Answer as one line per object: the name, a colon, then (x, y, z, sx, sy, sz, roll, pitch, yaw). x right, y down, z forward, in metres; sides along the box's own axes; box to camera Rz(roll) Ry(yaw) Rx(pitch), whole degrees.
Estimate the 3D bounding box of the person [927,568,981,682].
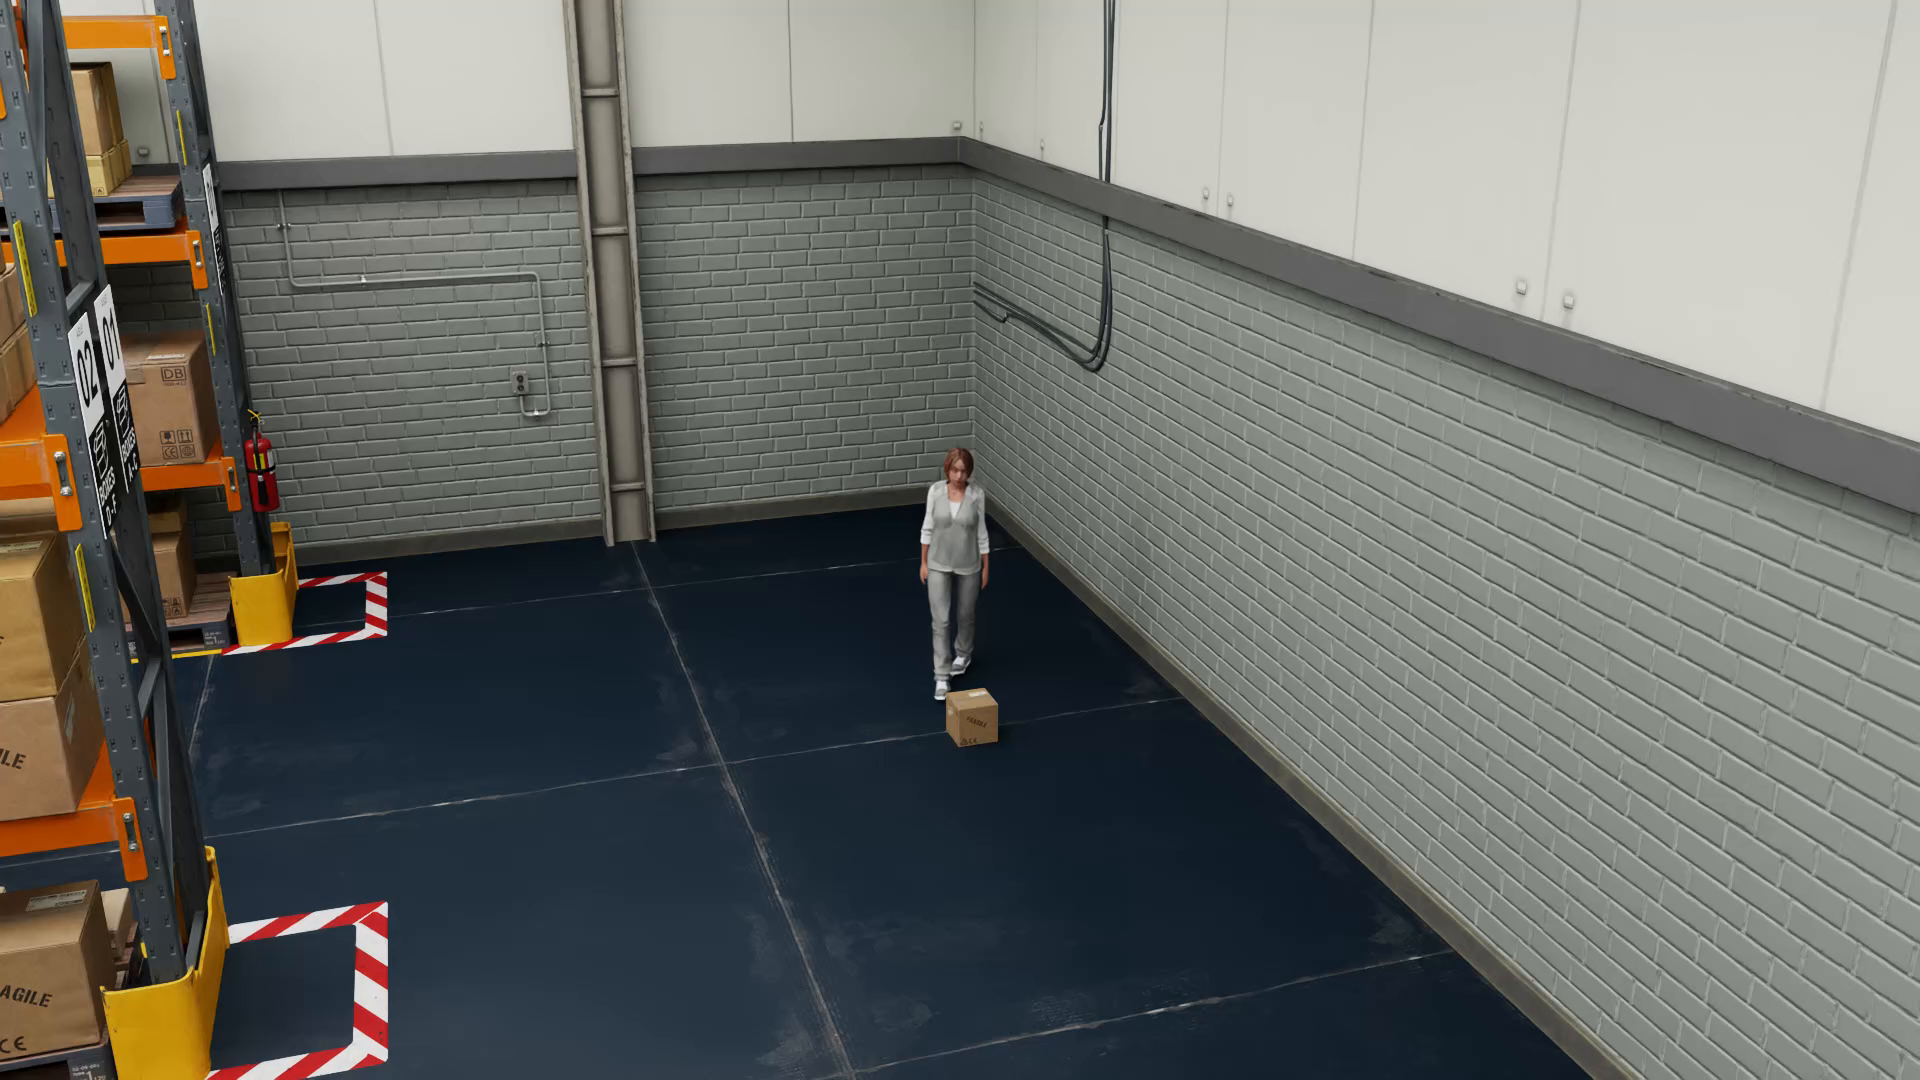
person: (-0.037, 0.441, 10.709, 0.346, 0.876, 0.545, 1, 20, 2)
